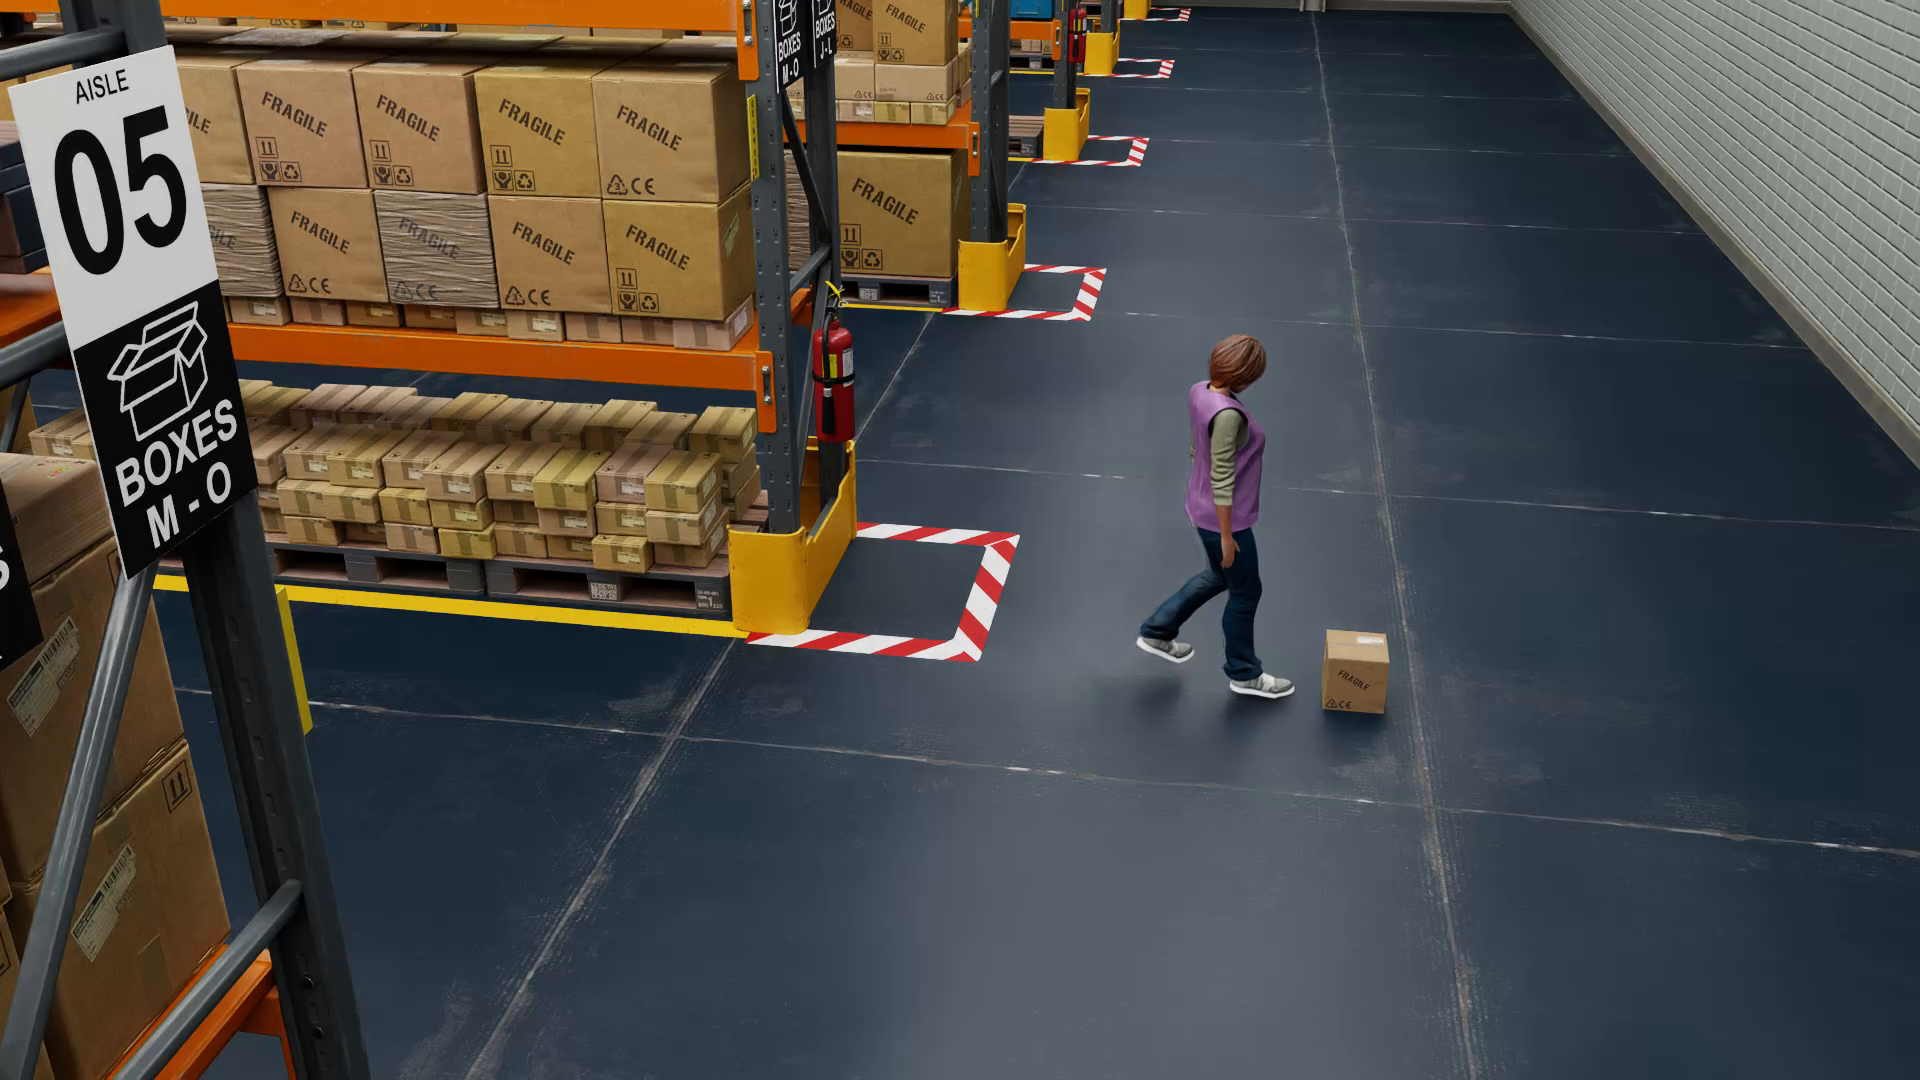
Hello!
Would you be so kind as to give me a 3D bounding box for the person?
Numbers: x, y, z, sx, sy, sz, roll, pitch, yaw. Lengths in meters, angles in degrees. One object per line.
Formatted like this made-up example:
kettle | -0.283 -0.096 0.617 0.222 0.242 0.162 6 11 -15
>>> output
person | 1.086 -0.092 6.794 0.647 1.572 0.443 -1 25 -3
